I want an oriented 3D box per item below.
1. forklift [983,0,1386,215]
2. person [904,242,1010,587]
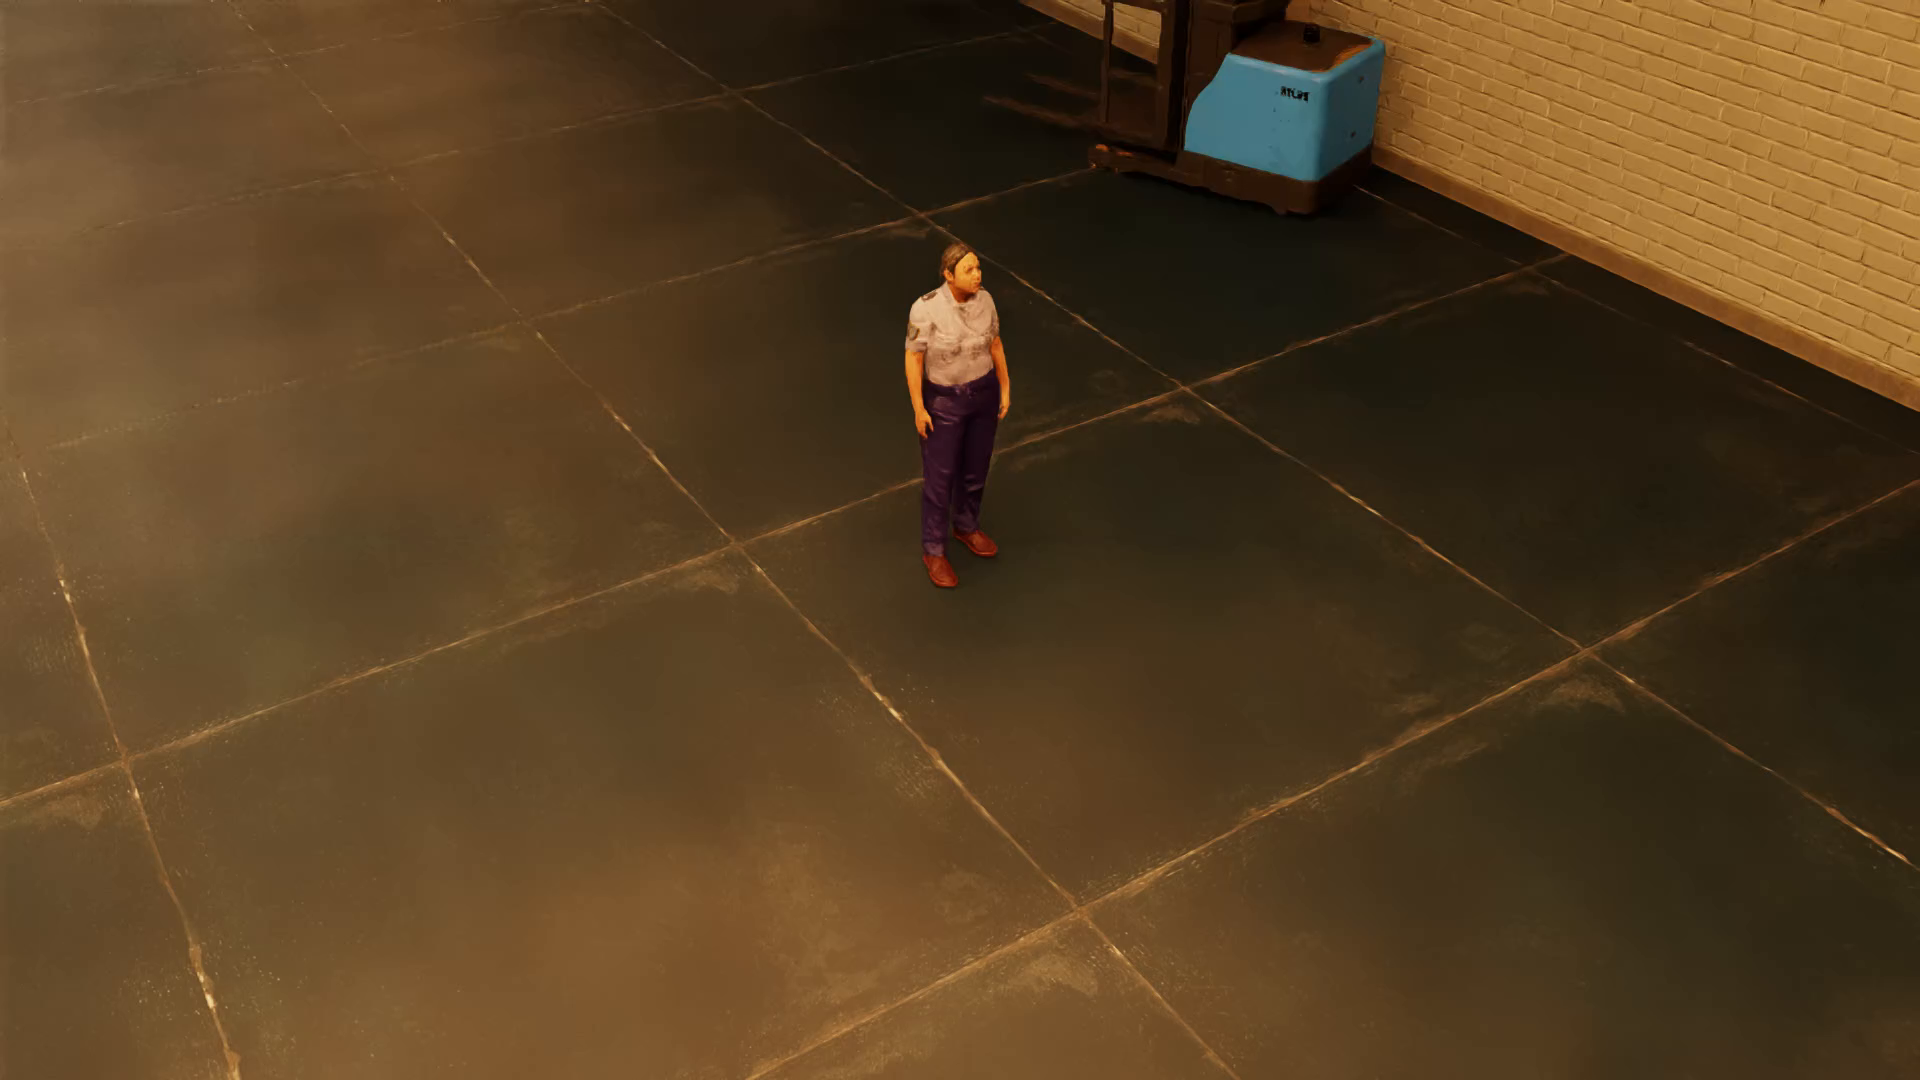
[{"bbox_3d":[1.596,-4.212,12.143,3.031,2.935,1.130,23,41,29],"label":"forklift"},{"bbox_3d":[0.030,-0.626,8.150,0.599,1.642,0.502,-21,40,-27],"label":"person"}]
